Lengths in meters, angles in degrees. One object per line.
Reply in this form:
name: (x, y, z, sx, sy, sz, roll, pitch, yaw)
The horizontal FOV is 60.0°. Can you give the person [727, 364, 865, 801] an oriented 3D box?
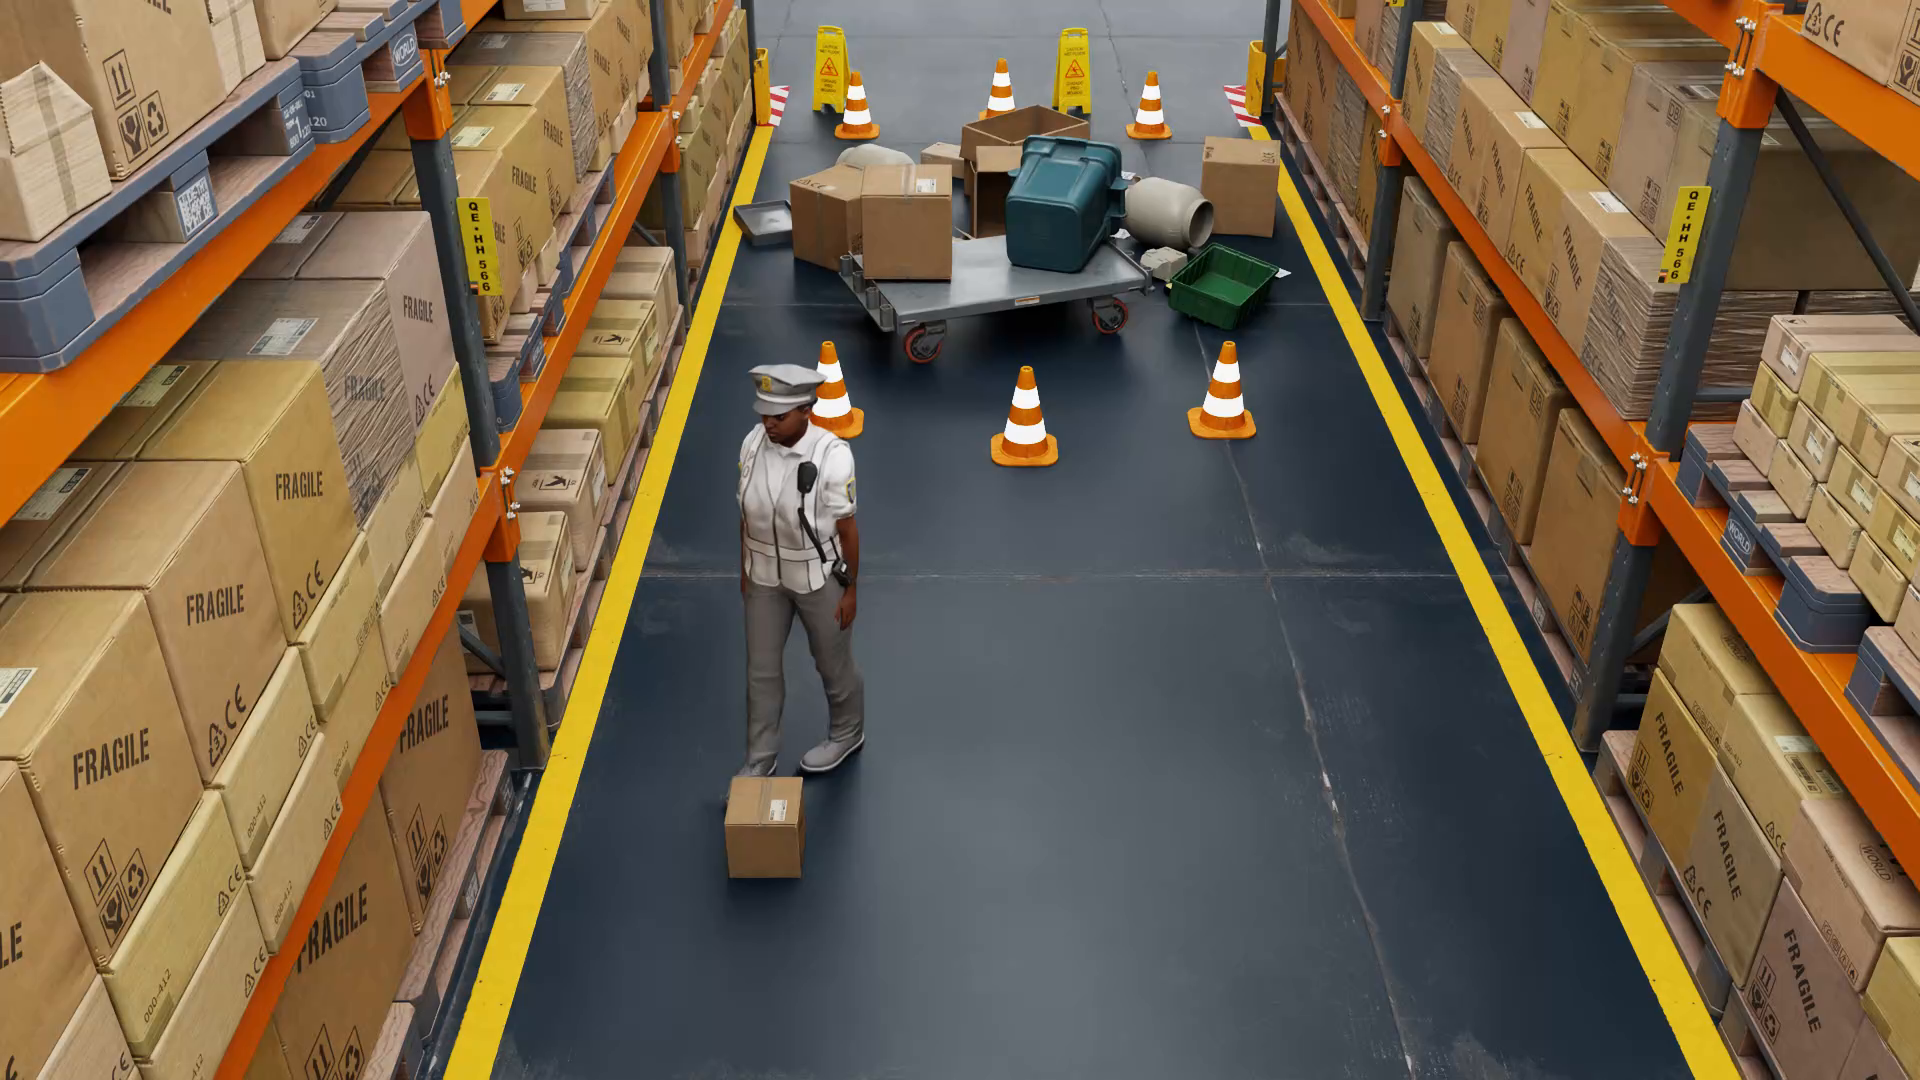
person: (-0.600, 0.169, 5.835, 0.451, 1.674, 0.551, 11, 33, 17)
